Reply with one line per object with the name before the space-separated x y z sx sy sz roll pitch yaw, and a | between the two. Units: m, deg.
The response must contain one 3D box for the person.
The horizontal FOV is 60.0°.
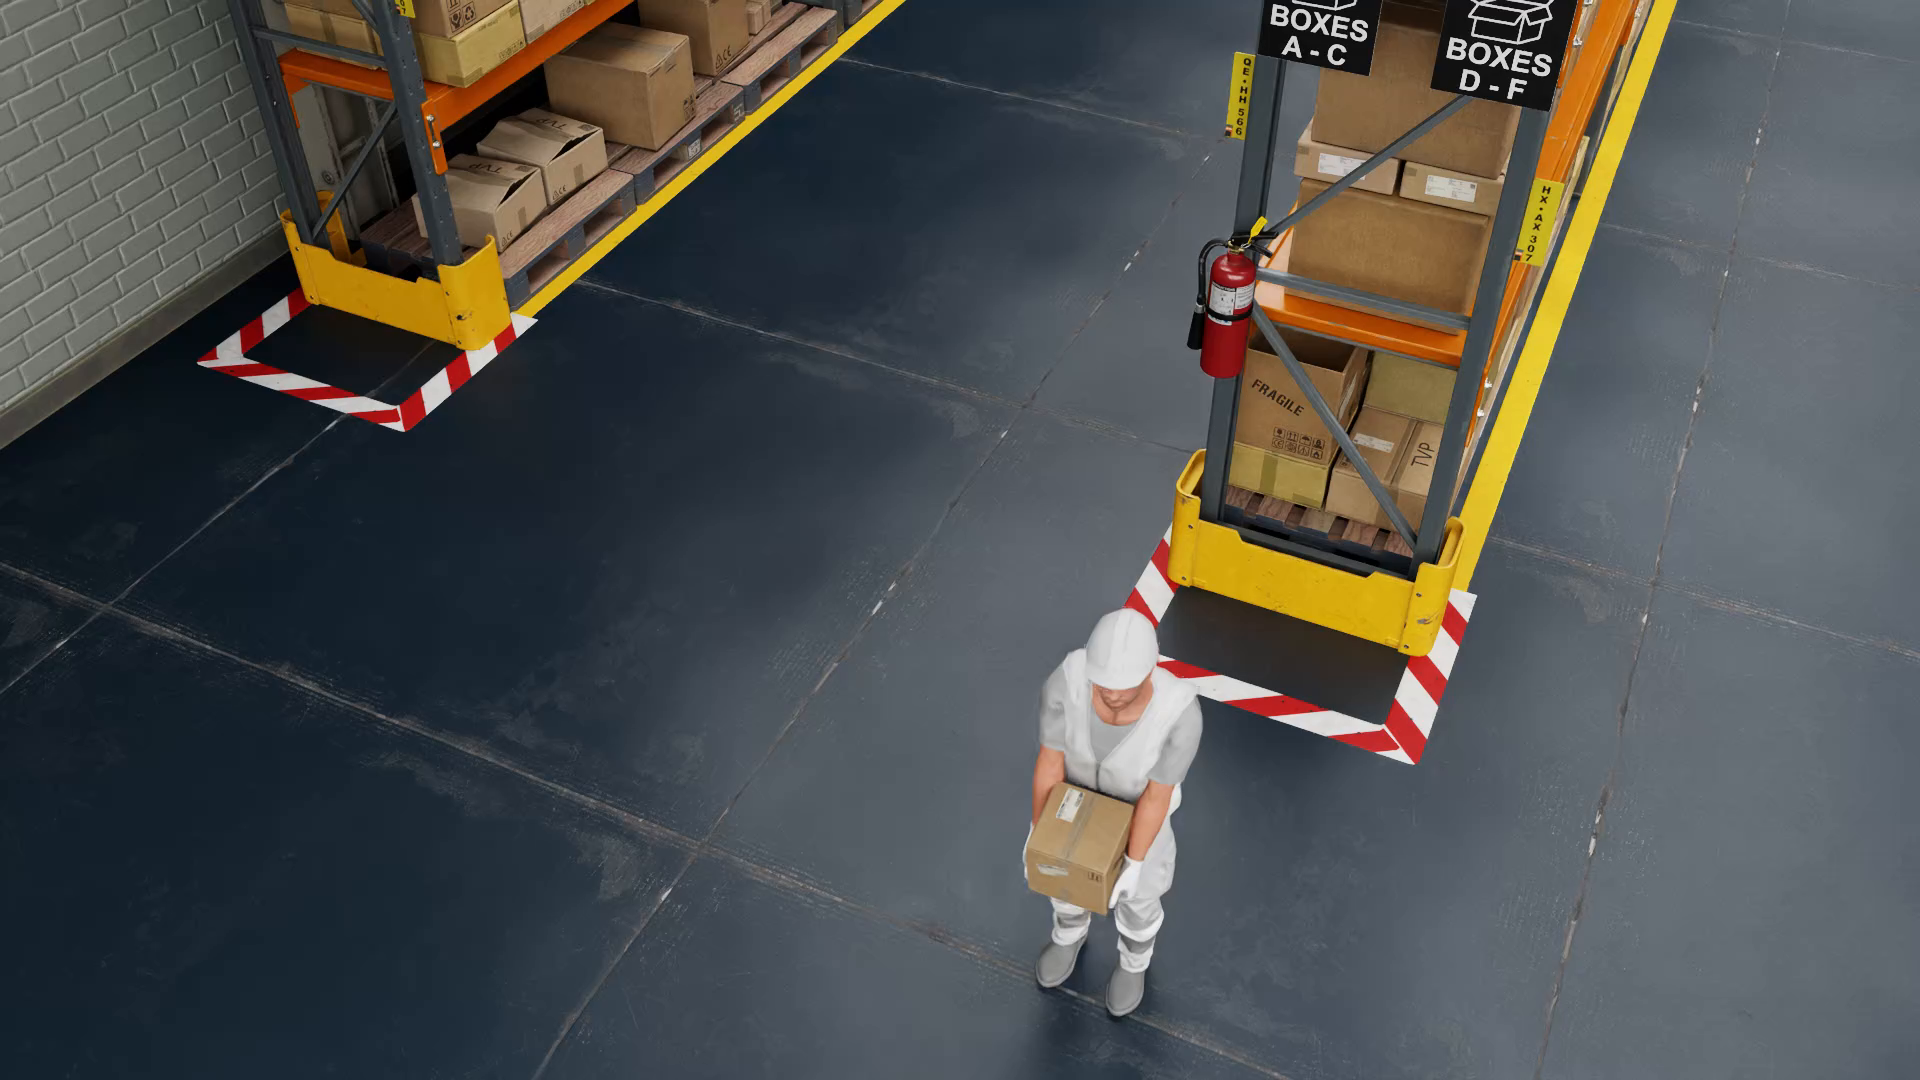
person | 0.454 0.877 5.166 0.493 1.770 0.575 16 44 18
